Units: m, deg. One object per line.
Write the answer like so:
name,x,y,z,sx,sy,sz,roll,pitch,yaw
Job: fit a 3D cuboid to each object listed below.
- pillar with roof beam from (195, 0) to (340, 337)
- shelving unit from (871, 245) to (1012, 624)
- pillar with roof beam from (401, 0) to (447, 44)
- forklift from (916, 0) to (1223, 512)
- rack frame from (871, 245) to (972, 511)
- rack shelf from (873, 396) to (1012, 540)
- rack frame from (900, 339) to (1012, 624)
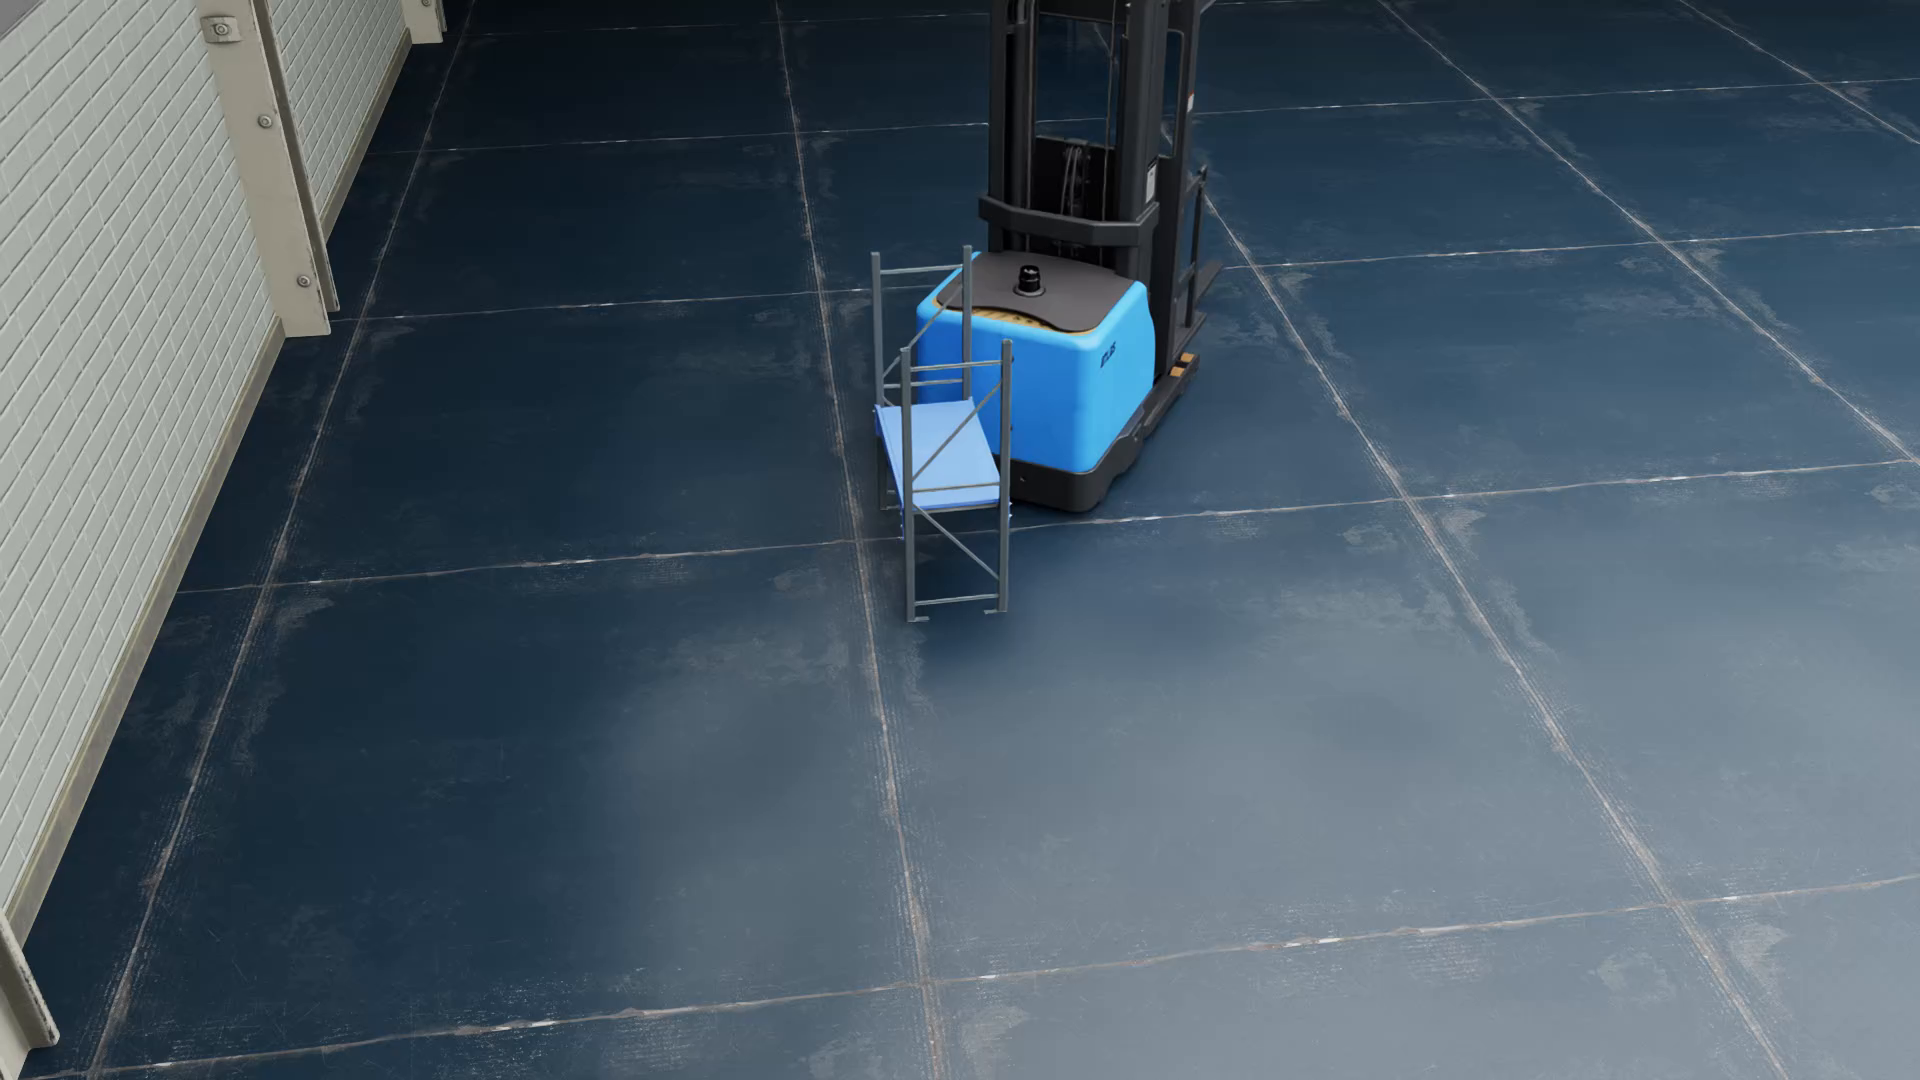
pillar with roof beam,0.035,-5.463,8.776,9.100,9.000,0.400,-4,35,-6
shelving unit,-0.103,-0.525,8.188,0.538,1.500,1.048,-6,35,-8
pillar with roof beam,-0.772,-8.812,13.689,9.100,9.000,0.400,-4,35,-6
forklift,0.820,-2.180,9.346,1.130,2.935,3.031,14,37,20
rack frame,-0.190,-0.807,8.602,0.500,1.500,0.032,-6,35,-8
rack shelf,-0.103,-0.376,8.290,0.538,0.185,1.000,-6,35,-8
rack frame,-0.017,-0.243,7.774,0.500,1.500,0.032,-6,35,-8
